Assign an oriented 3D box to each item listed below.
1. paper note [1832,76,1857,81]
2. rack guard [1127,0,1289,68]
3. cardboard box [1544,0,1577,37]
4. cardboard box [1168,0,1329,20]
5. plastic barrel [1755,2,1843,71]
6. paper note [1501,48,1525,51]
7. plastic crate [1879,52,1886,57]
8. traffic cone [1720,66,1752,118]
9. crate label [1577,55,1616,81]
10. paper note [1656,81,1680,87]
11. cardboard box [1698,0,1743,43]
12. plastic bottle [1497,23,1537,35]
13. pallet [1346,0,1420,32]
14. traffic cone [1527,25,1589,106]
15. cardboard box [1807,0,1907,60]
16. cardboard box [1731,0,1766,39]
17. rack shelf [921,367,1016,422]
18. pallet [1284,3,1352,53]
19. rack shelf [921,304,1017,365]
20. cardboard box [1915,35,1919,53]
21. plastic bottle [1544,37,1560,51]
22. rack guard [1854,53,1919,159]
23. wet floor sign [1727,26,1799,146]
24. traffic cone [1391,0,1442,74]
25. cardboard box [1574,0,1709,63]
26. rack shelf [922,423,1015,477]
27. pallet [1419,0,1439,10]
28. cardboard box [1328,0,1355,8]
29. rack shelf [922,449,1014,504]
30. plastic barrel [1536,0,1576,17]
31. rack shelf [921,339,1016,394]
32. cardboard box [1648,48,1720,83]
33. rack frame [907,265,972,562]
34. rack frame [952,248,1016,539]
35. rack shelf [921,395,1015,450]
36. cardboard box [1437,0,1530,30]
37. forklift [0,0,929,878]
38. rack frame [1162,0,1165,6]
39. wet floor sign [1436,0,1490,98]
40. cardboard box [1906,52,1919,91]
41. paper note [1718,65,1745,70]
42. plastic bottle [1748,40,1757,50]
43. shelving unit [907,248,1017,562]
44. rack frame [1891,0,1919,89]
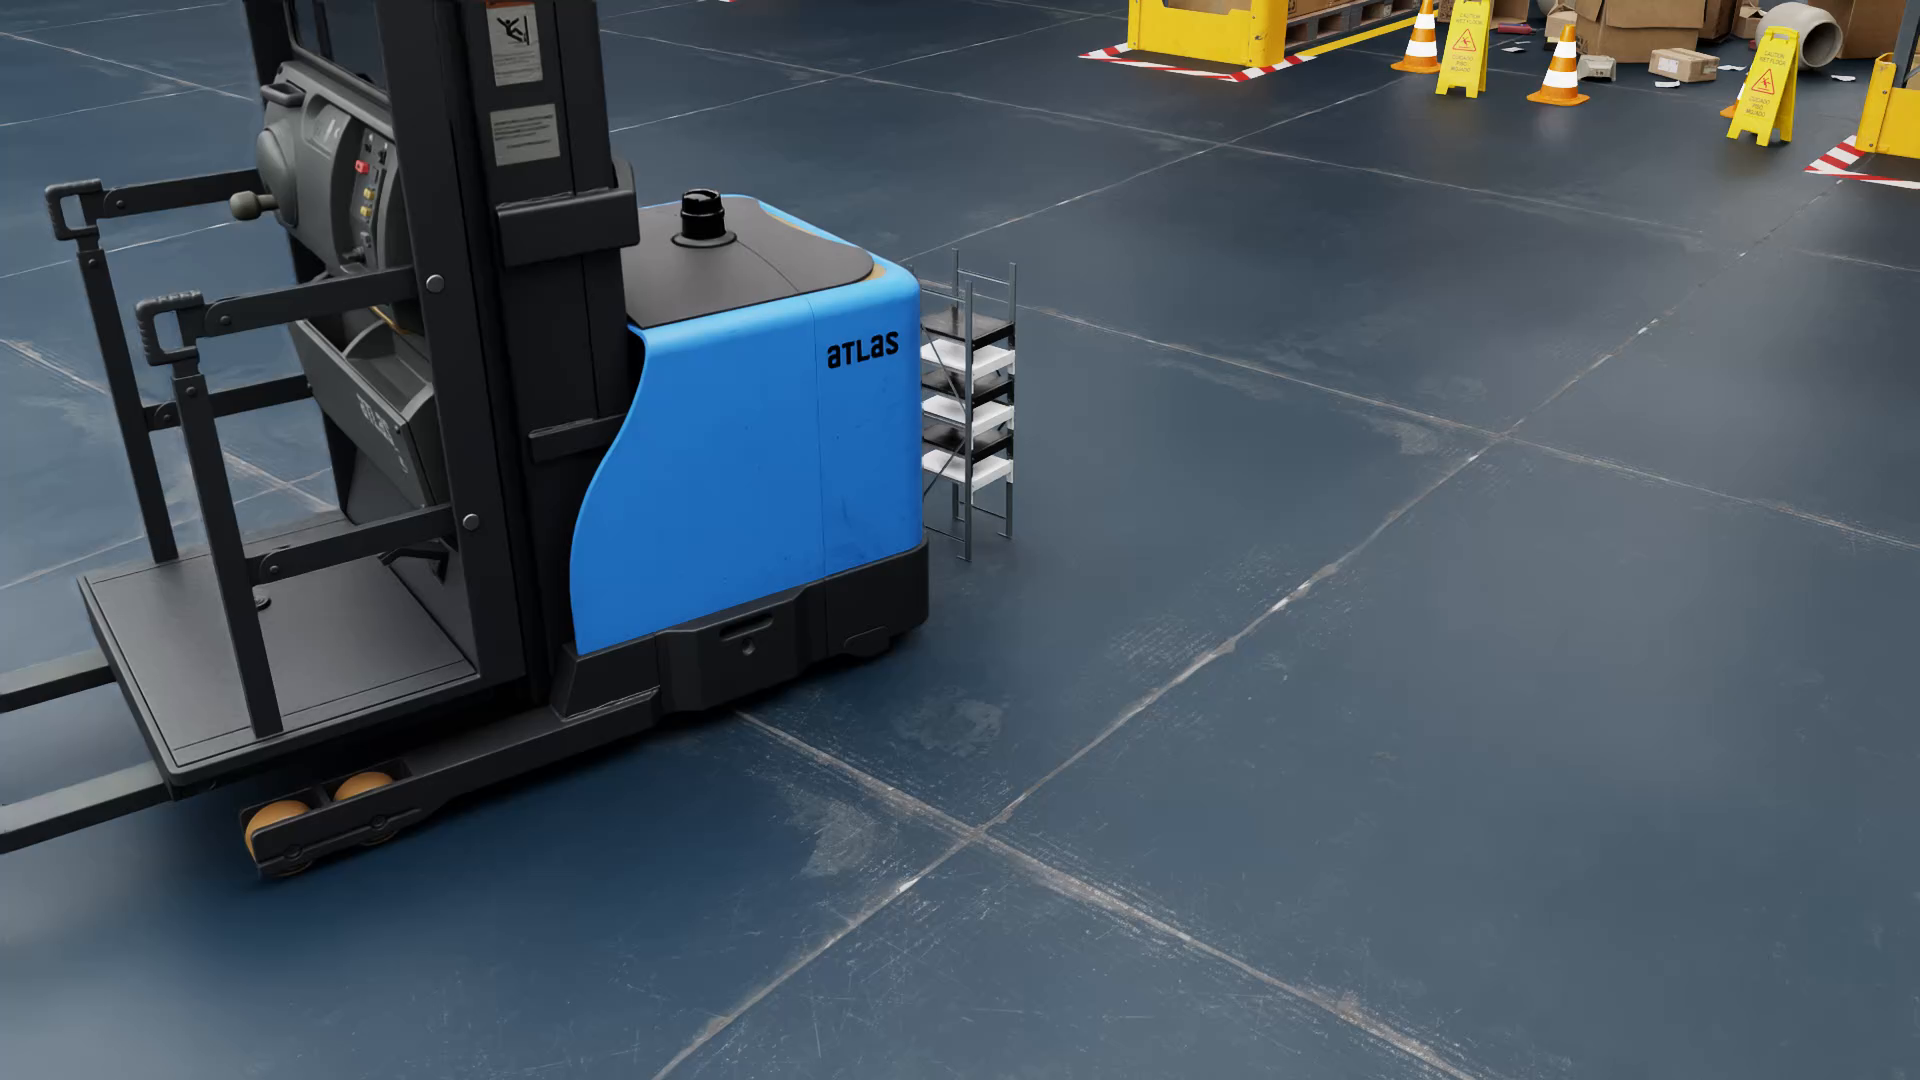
[{"bbox_3d":[6.008,-3.145,11.297,0.142,0.019,0.148,9,29,17],"label":"paper note"},{"bbox_3d":[1.769,-3.747,11.949,1.175,0.500,0.348,21,34,34],"label":"rack guard"},{"bbox_3d":[4.656,-3.922,12.542,0.258,0.266,0.396,-21,34,-35],"label":"cardboard box"},{"bbox_3d":[2.165,-4.368,12.285,0.875,0.875,0.875,21,34,35],"label":"cardboard box"},{"bbox_3d":[5.814,-3.485,11.527,0.421,0.421,0.512,-5,28,-9],"label":"plastic barrel"},{"bbox_3d":[4.065,-3.591,12.161,0.142,0.017,0.144,-15,31,-27],"label":"paper note"},{"bbox_3d":[6.581,-3.259,11.463,0.402,0.080,0.583,9,29,17],"label":"plastic crate"},{"bbox_3d":[4.946,-2.858,10.270,0.336,0.463,0.334,21,34,34],"label":"traffic cone"},{"bbox_3d":[4.326,-3.214,11.313,0.250,0.136,0.298,4,28,8],"label":"crate label"},{"bbox_3d":[4.733,-3.053,11.118,0.148,0.019,0.142,9,29,17],"label":"paper note"},{"bbox_3d":[5.420,-4.103,12.486,0.797,0.637,0.503,21,34,34],"label":"cardboard box"},{"bbox_3d":[4.281,-3.925,12.770,0.283,0.061,0.133,9,29,17],"label":"plastic bottle"},{"bbox_3d":[3.009,-4.364,13.456,1.003,0.211,1.213,21,34,34],"label":"pallet"},{"bbox_3d":[3.873,-3.061,10.664,0.336,0.463,0.334,21,34,34],"label":"traffic cone"},{"bbox_3d":[6.481,-3.782,12.013,0.500,0.500,0.500,-5,28,-9],"label":"cardboard box"},{"bbox_3d":[6.038,-3.997,12.688,0.258,0.266,0.396,0,27,0],"label":"cardboard box"},{"bbox_3d":[0.005,-0.453,5.023,0.258,0.077,0.200,21,34,34],"label":"rack shelf"},{"bbox_3d":[2.232,-3.934,12.624,1.003,0.211,1.213,21,34,34],"label":"pallet"},{"bbox_3d":[0.005,-0.613,4.940,0.258,0.077,0.200,21,34,34],"label":"rack shelf"},{"bbox_3d":[5.976,-3.114,9.723,0.500,0.500,0.500,21,34,35],"label":"cardboard box"},{"bbox_3d":[4.387,-3.667,12.272,0.133,0.061,0.283,9,29,17],"label":"plastic bottle"},{"bbox_3d":[5.716,-2.372,9.290,1.175,0.500,0.348,21,34,34],"label":"rack guard"},{"bbox_3d":[4.722,-2.655,9.679,0.232,0.644,0.267,-15,31,-27],"label":"wet floor sign"},{"bbox_3d":[3.218,-3.512,11.536,0.336,0.463,0.334,21,34,34],"label":"traffic cone"},{"bbox_3d":[4.832,-3.709,11.872,0.797,0.503,0.637,0,27,0],"label":"cardboard box"},{"bbox_3d":[0.005,-0.293,5.105,0.258,0.077,0.200,21,34,34],"label":"rack shelf"},{"bbox_3d":[3.784,-4.799,14.296,1.003,0.211,1.213,21,34,34],"label":"pallet"},{"bbox_3d":[2.723,-4.681,12.889,0.875,0.875,0.875,20,34,34],"label":"cardboard box"},{"bbox_3d":[0.005,-0.213,5.147,0.258,0.077,0.200,21,34,34],"label":"rack shelf"},{"bbox_3d":[4.791,-4.289,13.080,0.421,0.421,0.512,-5,28,-9],"label":"plastic barrel"},{"bbox_3d":[0.005,-0.533,4.981,0.258,0.077,0.200,21,34,34],"label":"rack shelf"},{"bbox_3d":[4.943,-3.244,11.358,0.250,0.149,0.380,-10,29,-18],"label":"cardboard box"},{"bbox_3d":[-0.059,-0.367,4.979,0.240,0.900,0.006,21,34,34],"label":"rack frame"},{"bbox_3d":[0.070,-0.439,5.118,0.240,0.900,0.006,21,34,34],"label":"rack frame"},{"bbox_3d":[0.005,-0.373,5.064,0.258,0.077,0.200,21,34,34],"label":"rack shelf"},{"bbox_3d":[4.133,-4.325,13.063,0.500,0.500,0.500,-21,34,-35],"label":"cardboard box"},{"bbox_3d":[-1.586,-0.817,3.639,3.031,2.935,1.130,-18,32,-31],"label":"forklift"},{"bbox_3d":[1.784,-4.866,11.391,1.000,3.000,0.127,21,34,34],"label":"rack frame"},{"bbox_3d":[3.294,-3.231,10.794,0.267,0.644,0.232,15,31,26],"label":"wet floor sign"},{"bbox_3d":[5.990,-2.794,9.922,0.500,0.250,0.500,21,34,34],"label":"cardboard box"},{"bbox_3d":[5.389,-3.305,11.619,0.142,0.019,0.148,-15,31,-27],"label":"paper note"},{"bbox_3d":[5.944,-3.659,12.256,0.283,0.061,0.133,-21,34,-35],"label":"plastic bottle"},{"bbox_3d":[0.005,-0.403,5.049,0.258,0.900,0.210,21,34,34],"label":"shelving unit"},{"bbox_3d":[5.668,-3.455,8.664,1.000,3.000,0.127,21,34,34],"label":"rack frame"}]
